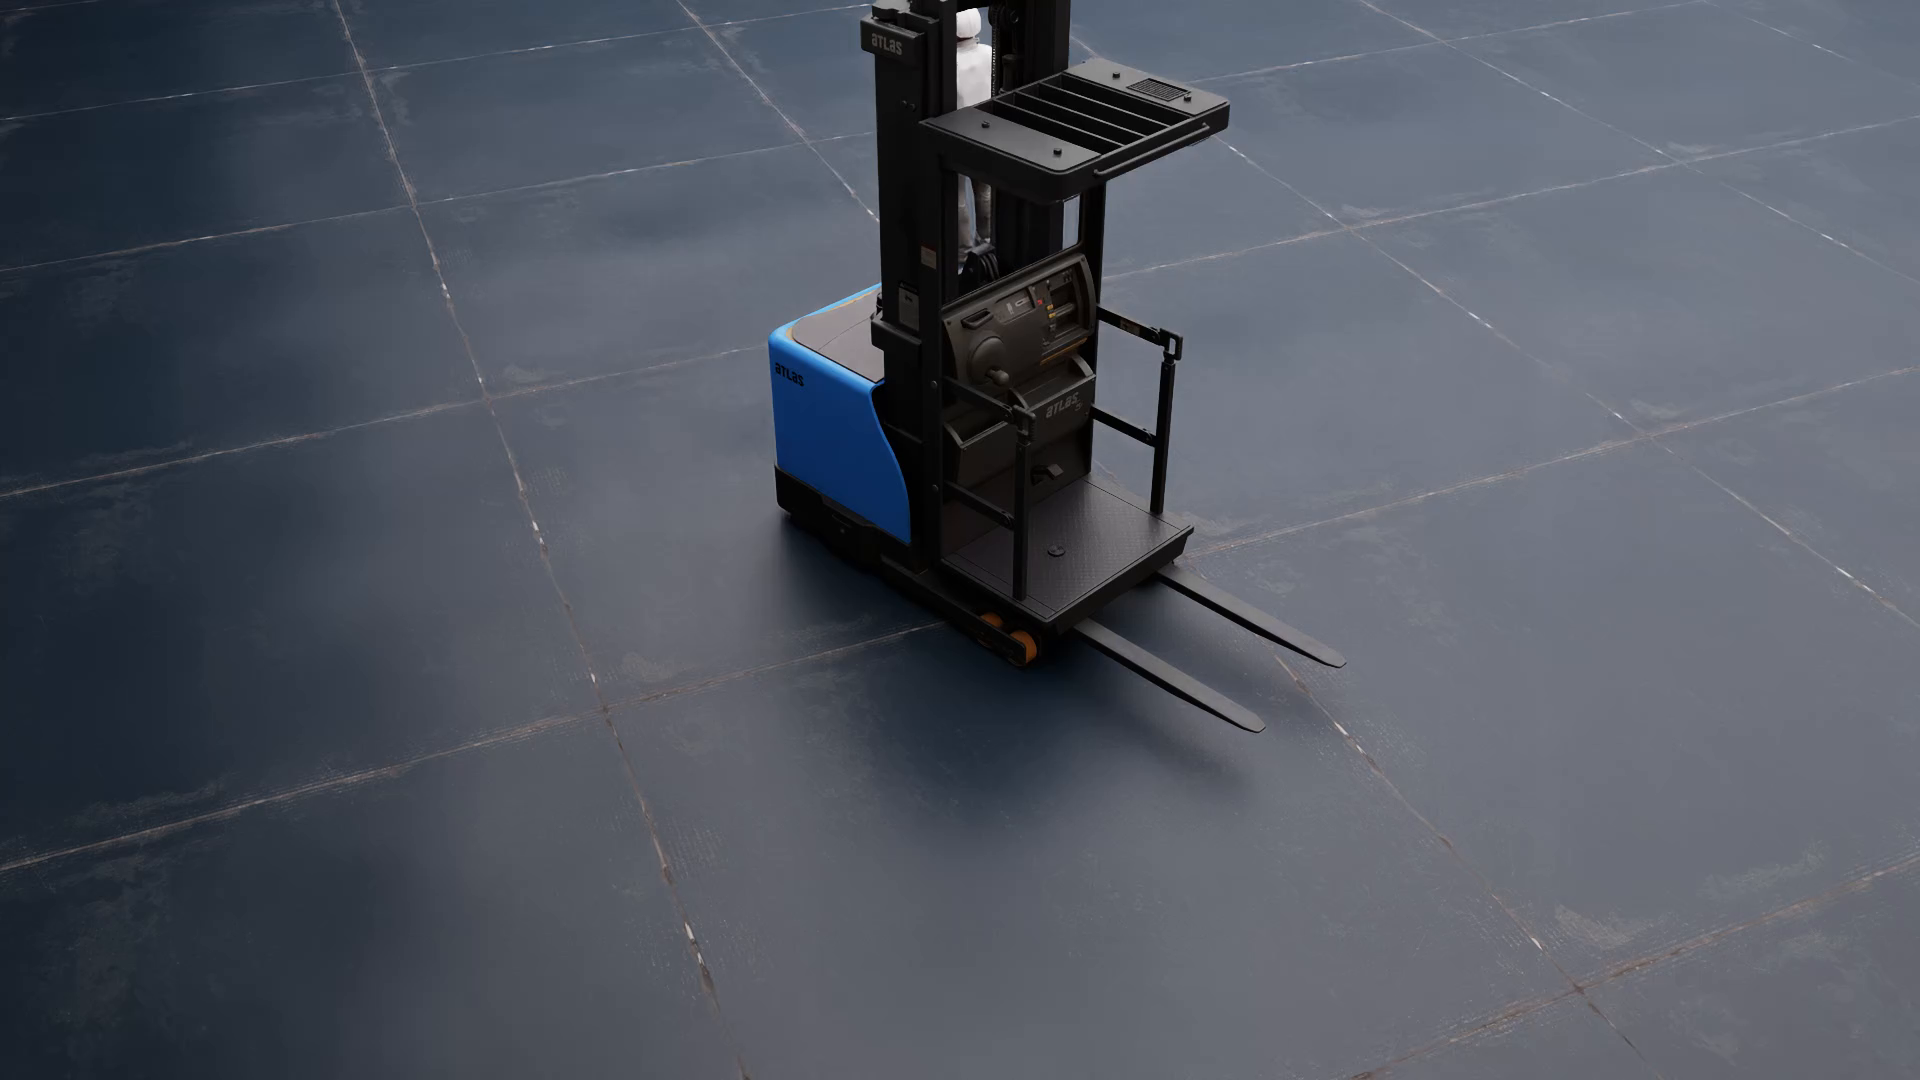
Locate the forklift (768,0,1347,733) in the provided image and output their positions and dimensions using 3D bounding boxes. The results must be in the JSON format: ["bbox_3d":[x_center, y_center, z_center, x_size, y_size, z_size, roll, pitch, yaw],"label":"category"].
[{"bbox_3d":[0.432,-0.946,7.429,3.031,2.935,1.130,30,45,35],"label":"forklift"}]

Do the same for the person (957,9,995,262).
[{"bbox_3d":[0.003,-2.670,10.839,0.632,1.773,0.569,-14,38,-18],"label":"person"}]
